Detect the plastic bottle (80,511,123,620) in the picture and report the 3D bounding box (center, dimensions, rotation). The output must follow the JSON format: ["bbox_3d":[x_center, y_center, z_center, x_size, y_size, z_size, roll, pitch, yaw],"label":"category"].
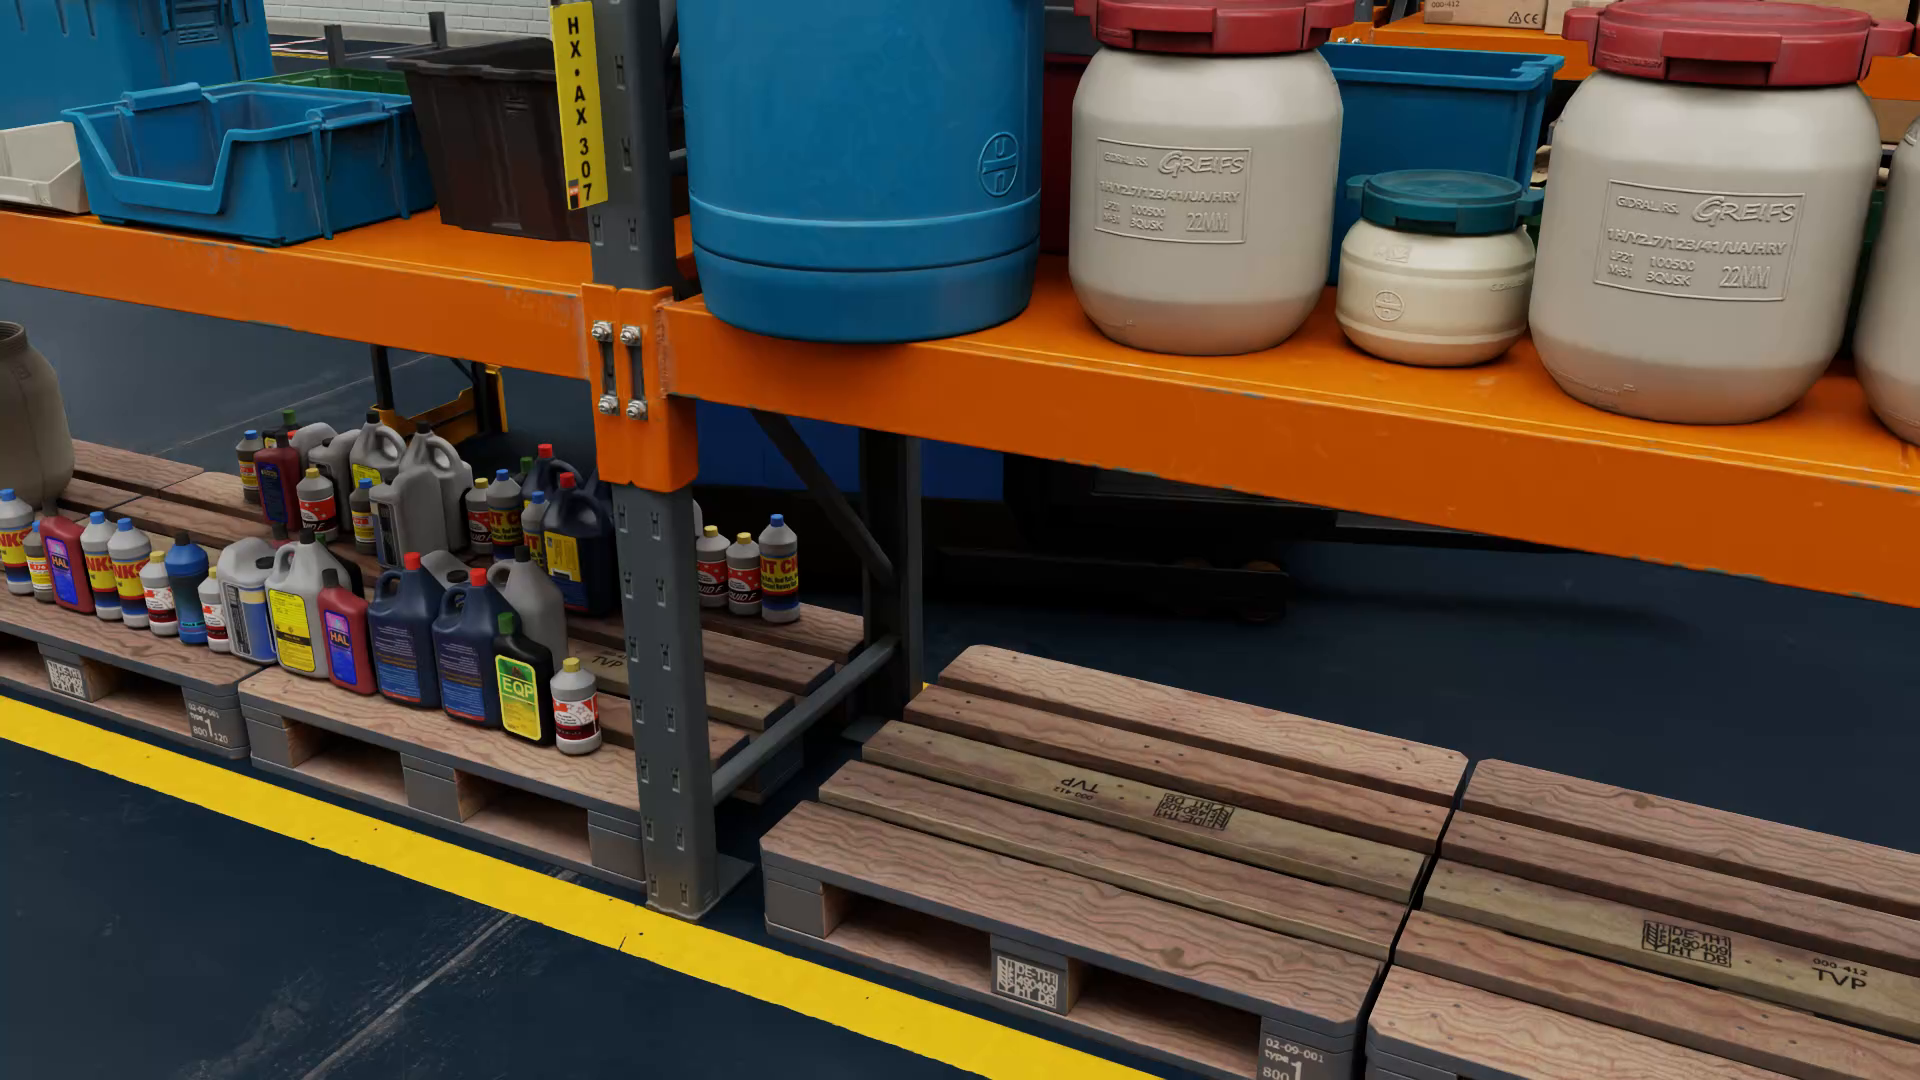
[{"bbox_3d":[-2.155,0.058,4.204,0.097,0.271,0.097,0,23,0],"label":"plastic bottle"}]

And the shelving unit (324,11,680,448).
[{"bbox_3d":[-1.408,-0.915,5.485,1.083,1.500,0.587,11,26,25],"label":"shelving unit"}]

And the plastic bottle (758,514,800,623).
[{"bbox_3d":[-0.456,0.066,4.187,0.097,0.271,0.097,0,23,0],"label":"plastic bottle"}]

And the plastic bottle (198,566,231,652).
[{"bbox_3d":[-1.794,0.162,4.050,0.097,0.201,0.097,0,23,0],"label":"plastic bottle"}]

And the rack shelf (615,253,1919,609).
[{"bbox_3d":[1.416,-0.094,2.557,4.000,0.370,1.077,11,25,25],"label":"rack shelf"}]

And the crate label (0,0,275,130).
[{"bbox_3d":[-2.174,-1.270,4.358,0.616,0.435,0.502,11,25,25],"label":"crate label"}]

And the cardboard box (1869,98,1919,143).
[{"bbox_3d":[6.141,-2.902,10.873,0.500,0.500,0.700,11,25,24],"label":"cardboard box"}]

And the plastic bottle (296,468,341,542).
[{"bbox_3d":[-1.805,-0.102,4.671,0.097,0.201,0.097,0,23,0],"label":"plastic bottle"}]

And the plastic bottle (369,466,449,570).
[{"bbox_3d":[-1.494,-0.067,4.492,0.135,0.276,0.152,11,25,25],"label":"plastic bottle"}]

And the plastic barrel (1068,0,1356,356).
[{"bbox_3d":[0.386,-0.595,2.642,0.433,0.535,0.433,0,23,0],"label":"plastic barrel"}]

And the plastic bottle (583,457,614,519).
[{"bbox_3d":[-0.902,-0.049,4.355,0.185,0.351,0.144,12,26,26],"label":"plastic bottle"}]

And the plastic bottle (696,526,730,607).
[{"bbox_3d":[-0.637,0.062,4.285,0.097,0.201,0.097,0,23,0],"label":"plastic bottle"}]

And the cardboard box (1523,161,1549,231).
[{"bbox_3d":[2.570,-1.443,7.071,0.500,0.311,0.500,11,25,24],"label":"cardboard box"}]

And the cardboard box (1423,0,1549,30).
[{"bbox_3d":[2.328,-2.367,7.174,0.500,0.250,0.500,13,26,28],"label":"cardboard box"}]

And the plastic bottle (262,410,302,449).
[{"bbox_3d":[-1.989,-0.251,4.917,0.133,0.283,0.061,12,26,26],"label":"plastic bottle"}]

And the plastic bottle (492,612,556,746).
[{"bbox_3d":[-0.947,0.300,3.621,0.133,0.283,0.061,13,26,27],"label":"plastic bottle"}]

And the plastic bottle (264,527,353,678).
[{"bbox_3d":[-1.533,0.135,3.923,0.185,0.351,0.144,11,25,24],"label":"plastic bottle"}]

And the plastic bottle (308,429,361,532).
[{"bbox_3d":[-1.765,-0.184,4.767,0.135,0.276,0.152,10,25,23],"label":"plastic bottle"}]

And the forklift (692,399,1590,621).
[{"bbox_3d":[0.645,-1.343,4.662,3.031,2.935,1.130,3,23,8],"label":"forklift"}]

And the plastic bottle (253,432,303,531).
[{"bbox_3d":[-1.937,-0.174,4.735,0.133,0.283,0.061,11,25,25],"label":"plastic bottle"}]

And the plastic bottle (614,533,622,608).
[{"bbox_3d":[-0.804,0.050,4.208,0.133,0.283,0.061,11,25,25],"label":"plastic bottle"}]

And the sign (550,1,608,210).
[{"bbox_3d":[-0.627,-0.715,2.745,0.005,0.325,0.100,11,25,25],"label":"sign"}]

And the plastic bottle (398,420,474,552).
[{"bbox_3d":[-1.450,-0.157,4.610,0.185,0.351,0.144,11,25,24],"label":"plastic bottle"}]

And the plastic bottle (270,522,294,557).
[{"bbox_3d":[-1.629,0.098,4.095,0.133,0.283,0.061,11,25,25],"label":"plastic bottle"}]

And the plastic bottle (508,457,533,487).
[{"bbox_3d":[-1.199,-0.095,4.549,0.133,0.283,0.061,12,26,27],"label":"plastic bottle"}]

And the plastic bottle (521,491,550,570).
[{"bbox_3d":[-1.086,0.004,4.331,0.097,0.271,0.097,0,23,0],"label":"plastic bottle"}]

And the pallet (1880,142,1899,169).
[{"bbox_3d":[5.889,-2.603,11.101,1.213,0.211,1.003,11,25,25],"label":"pallet"}]

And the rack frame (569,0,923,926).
[{"bbox_3d":[-0.369,-0.778,3.246,0.127,3.000,1.000,11,25,25],"label":"rack frame"}]

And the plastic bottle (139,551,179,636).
[{"bbox_3d":[-1.978,0.126,4.135,0.097,0.201,0.097,0,23,0],"label":"plastic bottle"}]

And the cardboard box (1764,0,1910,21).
[{"bbox_3d":[3.464,-2.230,6.534,0.500,0.500,0.500,11,25,25],"label":"cardboard box"}]

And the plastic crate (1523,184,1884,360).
[{"bbox_3d":[1.313,-0.471,2.797,0.662,0.188,0.450,11,25,25],"label":"plastic crate"}]

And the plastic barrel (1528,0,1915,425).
[{"bbox_3d":[1.041,-0.465,2.338,0.433,0.535,0.433,0,23,0],"label":"plastic barrel"}]

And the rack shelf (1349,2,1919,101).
[{"bbox_3d":[3.654,-1.823,6.623,4.000,0.370,1.077,11,25,25],"label":"rack shelf"}]

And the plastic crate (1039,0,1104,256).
[{"bbox_3d":[0.201,-0.829,3.284,0.583,0.464,0.402,11,25,25],"label":"plastic crate"}]

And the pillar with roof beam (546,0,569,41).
[{"bbox_3d":[-5.751,-7.439,11.245,0.400,9.000,9.100,11,25,25],"label":"pillar with roof beam"}]

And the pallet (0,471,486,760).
[{"bbox_3d":[-2.042,0.157,4.611,1.213,0.211,1.003,11,25,25],"label":"pallet"}]

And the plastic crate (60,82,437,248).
[{"bbox_3d":[-1.479,-0.810,3.512,0.616,0.251,0.499,11,25,25],"label":"plastic crate"}]

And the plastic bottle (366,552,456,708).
[{"bbox_3d":[-1.245,0.192,3.789,0.185,0.351,0.144,10,25,22],"label":"plastic bottle"}]

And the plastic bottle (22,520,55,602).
[{"bbox_3d":[-2.369,0.048,4.317,0.097,0.201,0.097,0,23,0],"label":"plastic bottle"}]

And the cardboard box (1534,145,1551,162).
[{"bbox_3d":[2.827,-1.632,7.515,0.500,0.311,0.500,12,26,26],"label":"cardboard box"}]

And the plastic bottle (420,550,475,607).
[{"bbox_3d":[-1.201,0.170,3.936,0.135,0.276,0.152,11,25,25],"label":"plastic bottle"}]

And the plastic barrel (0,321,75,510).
[{"bbox_3d":[-2.870,-0.355,4.893,0.421,0.512,0.421,0,23,0],"label":"plastic barrel"}]

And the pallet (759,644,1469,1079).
[{"bbox_3d":[0.349,0.630,3.498,1.213,0.211,1.003,11,25,25],"label":"pallet"}]

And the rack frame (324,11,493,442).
[{"bbox_3d":[-1.867,-1.008,5.703,0.032,1.500,0.500,11,26,25],"label":"rack frame"}]
